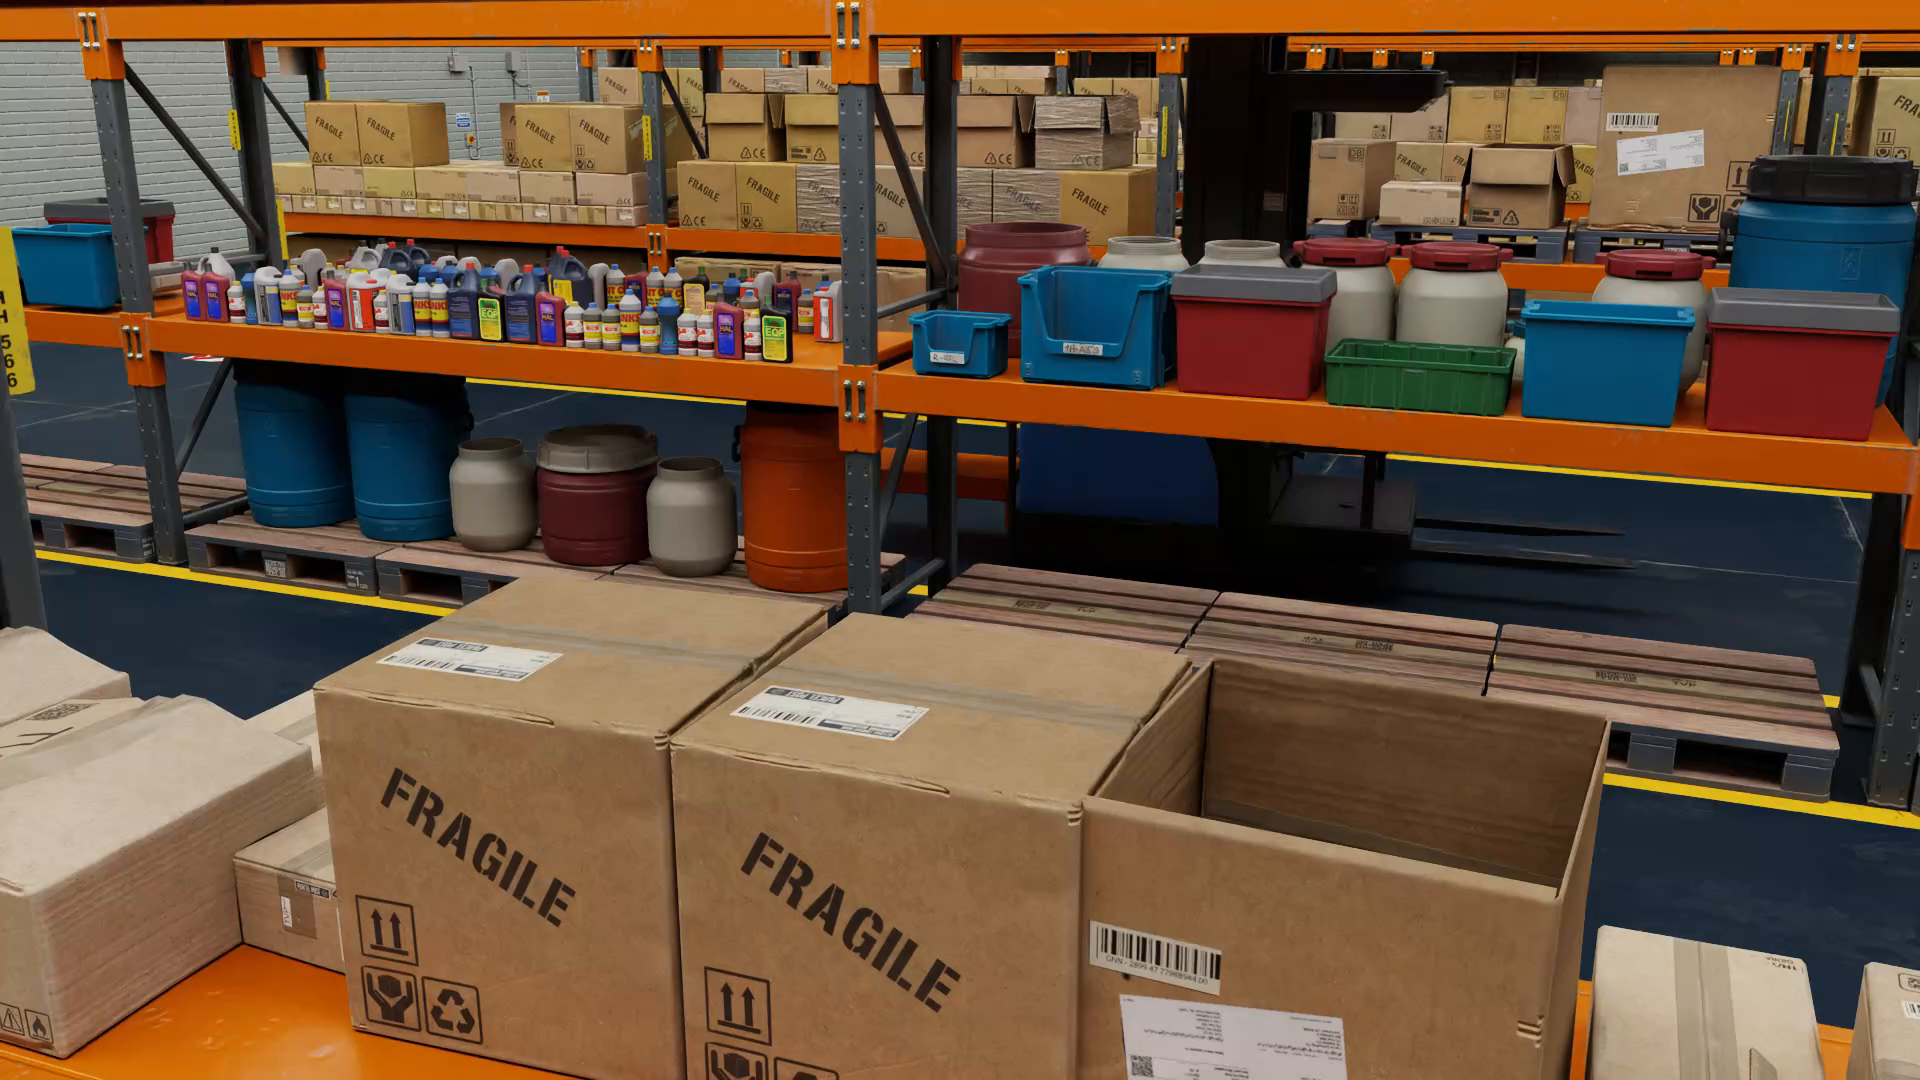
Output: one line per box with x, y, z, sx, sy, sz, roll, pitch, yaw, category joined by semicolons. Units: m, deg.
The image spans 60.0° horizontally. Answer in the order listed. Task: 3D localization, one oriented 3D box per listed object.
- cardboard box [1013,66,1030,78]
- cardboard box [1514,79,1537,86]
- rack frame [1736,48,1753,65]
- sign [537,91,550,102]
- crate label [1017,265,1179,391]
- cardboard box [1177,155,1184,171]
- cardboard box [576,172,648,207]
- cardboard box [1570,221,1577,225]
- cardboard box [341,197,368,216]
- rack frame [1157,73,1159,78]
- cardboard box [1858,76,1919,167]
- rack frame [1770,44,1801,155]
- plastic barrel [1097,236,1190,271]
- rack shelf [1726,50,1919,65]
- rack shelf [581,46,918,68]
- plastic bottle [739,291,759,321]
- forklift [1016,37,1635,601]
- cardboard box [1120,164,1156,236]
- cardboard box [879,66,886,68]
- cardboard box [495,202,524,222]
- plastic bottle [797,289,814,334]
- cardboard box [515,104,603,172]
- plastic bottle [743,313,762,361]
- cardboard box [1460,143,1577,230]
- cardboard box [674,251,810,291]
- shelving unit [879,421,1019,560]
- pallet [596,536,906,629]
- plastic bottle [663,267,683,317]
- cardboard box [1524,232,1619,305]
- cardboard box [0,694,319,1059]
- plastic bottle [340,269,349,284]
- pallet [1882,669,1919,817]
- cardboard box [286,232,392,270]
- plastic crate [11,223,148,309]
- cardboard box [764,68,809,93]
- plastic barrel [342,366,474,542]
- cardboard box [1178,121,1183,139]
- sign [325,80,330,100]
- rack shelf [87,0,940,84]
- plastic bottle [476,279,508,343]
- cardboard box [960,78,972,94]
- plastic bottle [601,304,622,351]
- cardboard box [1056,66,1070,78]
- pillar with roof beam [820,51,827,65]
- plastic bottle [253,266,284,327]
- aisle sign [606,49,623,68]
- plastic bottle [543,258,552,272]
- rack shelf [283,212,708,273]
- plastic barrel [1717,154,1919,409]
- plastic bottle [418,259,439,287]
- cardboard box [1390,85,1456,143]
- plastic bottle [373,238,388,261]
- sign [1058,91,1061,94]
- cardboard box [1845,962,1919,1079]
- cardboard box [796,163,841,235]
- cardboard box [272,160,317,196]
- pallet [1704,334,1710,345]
0.873;-6.135;21.789;0.250;0.149;0.380;7;17;22;cardboard box
6.828;-5.492;20.080;0.250;0.149;0.380;5;17;18;cardboard box
8.923;-4.473;19.200;0.127;3.000;1.000;6;17;21;rack frame
-6.800;-7.204;27.128;0.001;0.242;0.339;6;17;21;sign
0.574;-0.872;6.735;0.616;0.435;0.502;6;17;21;crate label
2.152;-3.678;16.162;0.250;0.149;0.380;6;17;20;cardboard box
-2.662;-2.769;13.066;0.500;0.250;0.500;6;17;20;cardboard box
8.832;-5.030;24.625;0.625;0.625;0.875;6;17;18;cardboard box
-4.946;-2.809;13.920;0.250;0.149;0.380;6;17;20;cardboard box
3.299;-6.579;26.454;0.127;3.000;1.000;6;17;21;rack frame
5.613;-2.462;9.766;0.500;0.500;0.500;6;17;21;cardboard box
7.201;-3.178;14.742;0.127;3.000;1.000;6;17;21;rack frame
0.784;-1.031;7.144;0.421;0.512;0.421;0;16;0;plastic barrel
12.602;-6.651;22.613;4.000;0.370;1.077;6;17;21;rack shelf
-2.101;-5.296;17.948;4.000;0.370;1.077;6;17;21;rack shelf
-0.994;-1.073;7.845;0.097;0.201;0.097;0;16;0;plastic bottle
1.867;-1.275;8.308;3.031;2.935;1.130;5;17;16;forklift
1.214;-2.480;12.156;0.500;0.500;0.500;7;18;22;cardboard box
-1.026;-6.332;22.467;0.250;0.149;0.380;6;17;21;cardboard box
-3.516;-2.652;13.378;0.250;0.149;0.380;7;17;22;cardboard box
-0.723;-1.089;7.900;0.097;0.201;0.097;0;16;0;plastic bottle
-3.145;-3.182;13.144;0.500;0.500;0.500;6;17;21;cardboard box
-0.885;-0.879;7.177;0.097;0.201;0.097;0;16;0;plastic bottle
3.641;-2.307;10.802;0.637;0.503;0.797;8;18;26;cardboard box
-1.552;-1.842;13.196;0.875;0.875;1.225;6;17;21;cardboard box
-0.137;-0.545;9.033;1.048;1.125;0.538;5;17;18;shelving unit
-1.000;0.242;7.961;1.213;0.211;1.003;6;17;21;pallet
-1.402;-1.197;8.147;0.097;0.271;0.097;0;16;0;plastic bottle
5.695;-2.440;15.479;0.750;0.750;1.050;6;17;21;cardboard box
-1.311;0.442;2.432;0.500;0.311;0.500;6;17;20;cardboard box
-3.176;-1.313;8.672;0.097;0.201;0.097;0;16;0;plastic bottle
4.079;0.801;6.037;1.213;0.211;1.003;6;17;21;pallet
-5.251;-2.267;14.659;0.875;0.875;0.875;6;17;21;cardboard box
-4.532;-1.417;8.594;0.575;0.384;0.392;6;17;21;plastic crate
-1.731;-4.753;17.661;0.500;0.500;0.500;7;18;22;cardboard box
-2.814;-0.498;8.518;0.708;0.901;0.600;6;17;21;plastic barrel
2.130;-3.965;16.082;0.250;0.149;0.380;7;18;22;cardboard box
-5.664;-3.939;14.860;0.005;0.325;0.100;6;17;21;sign
-2.112;-2.327;7.718;4.000;0.370;1.077;6;17;21;rack shelf
-2.143;-1.051;7.624;0.133;0.283;0.061;6;17;21;plastic bottle
-0.005;-5.899;22.142;0.500;0.500;0.500;7;17;21;cardboard box
-1.552;-0.952;7.430;0.097;0.201;0.097;0;16;0;plastic bottle
1.283;-6.230;22.118;0.250;0.149;0.380;6;17;20;cardboard box
-4.179;-9.262;24.937;0.400;9.000;9.100;6;17;21;pillar with roof beam
-3.341;-1.193;8.126;0.135;0.276;0.152;6;17;21;plastic bottle
-3.920;-5.740;18.902;0.004;0.787;0.394;6;17;21;aisle sign
-2.105;-1.285;8.431;0.133;0.283;0.061;6;17;21;plastic bottle
-4.015;-2.580;13.971;4.000;0.370;1.077;6;17;21;rack shelf
3.222;-0.977;6.259;0.708;0.901;0.600;6;17;21;plastic barrel
-2.706;-1.295;8.484;0.097;0.271;0.097;0;16;0;plastic bottle
4.365;-4.016;15.654;0.500;0.500;0.700;6;17;20;cardboard box
-2.997;-1.403;8.716;0.185;0.351;0.144;6;17;21;plastic bottle
1.279;-5.601;21.391;0.005;0.325;0.100;6;17;21;sign
1.175;0.699;1.653;0.500;0.250;0.500;7;18;24;cardboard box
-0.885;-2.554;12.413;0.500;0.500;0.500;6;17;19;cardboard box
-5.528;-3.082;14.144;0.500;0.250;0.500;6;17;19;cardboard box
6.456;-1.899;15.335;1.213;0.211;1.003;6;17;21;pallet
